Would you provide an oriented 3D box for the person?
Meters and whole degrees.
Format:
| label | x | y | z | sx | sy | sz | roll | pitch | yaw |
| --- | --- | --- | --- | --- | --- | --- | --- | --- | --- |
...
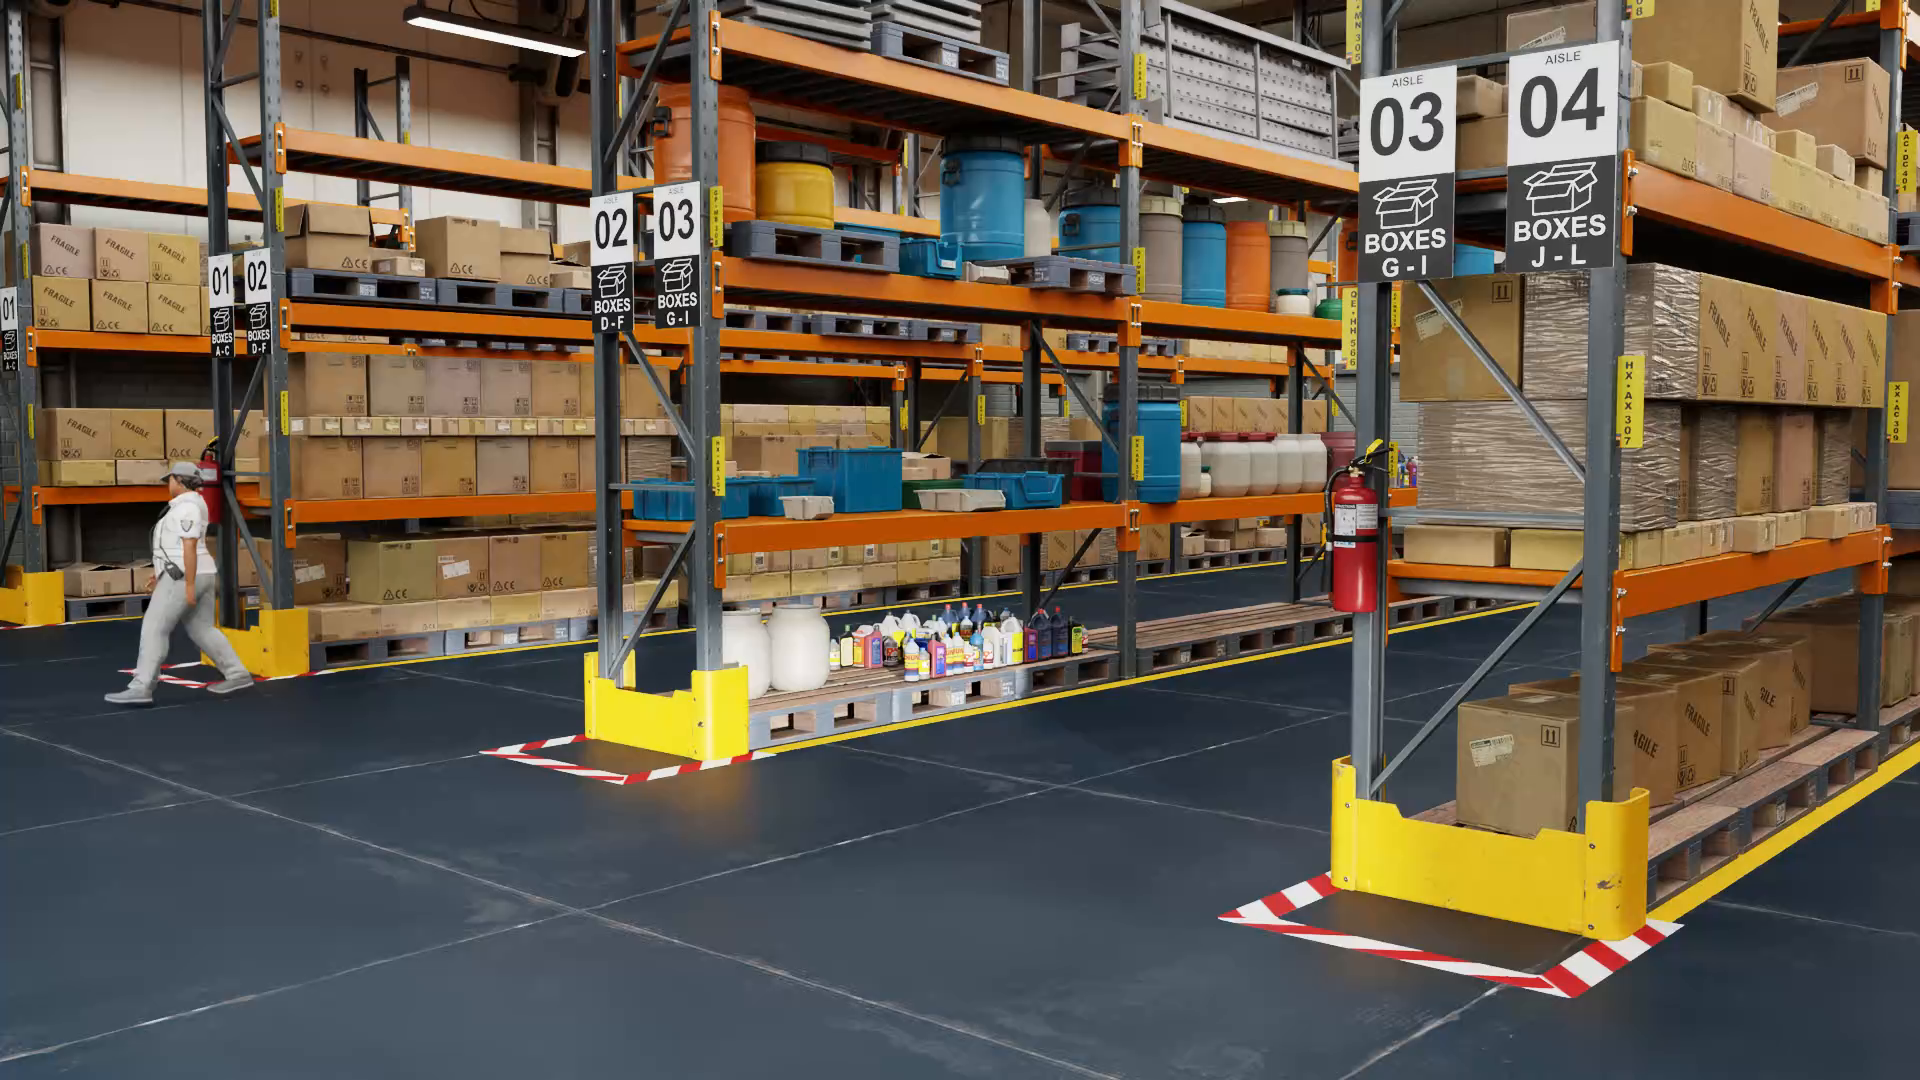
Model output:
| label | x | y | z | sx | sy | sz | roll | pitch | yaw |
| --- | --- | --- | --- | --- | --- | --- | --- | --- | --- |
| person | -5.303 | 0.268 | 11.298 | 0.882 | 1.601 | 0.539 | -1 | 4 | -13 |
